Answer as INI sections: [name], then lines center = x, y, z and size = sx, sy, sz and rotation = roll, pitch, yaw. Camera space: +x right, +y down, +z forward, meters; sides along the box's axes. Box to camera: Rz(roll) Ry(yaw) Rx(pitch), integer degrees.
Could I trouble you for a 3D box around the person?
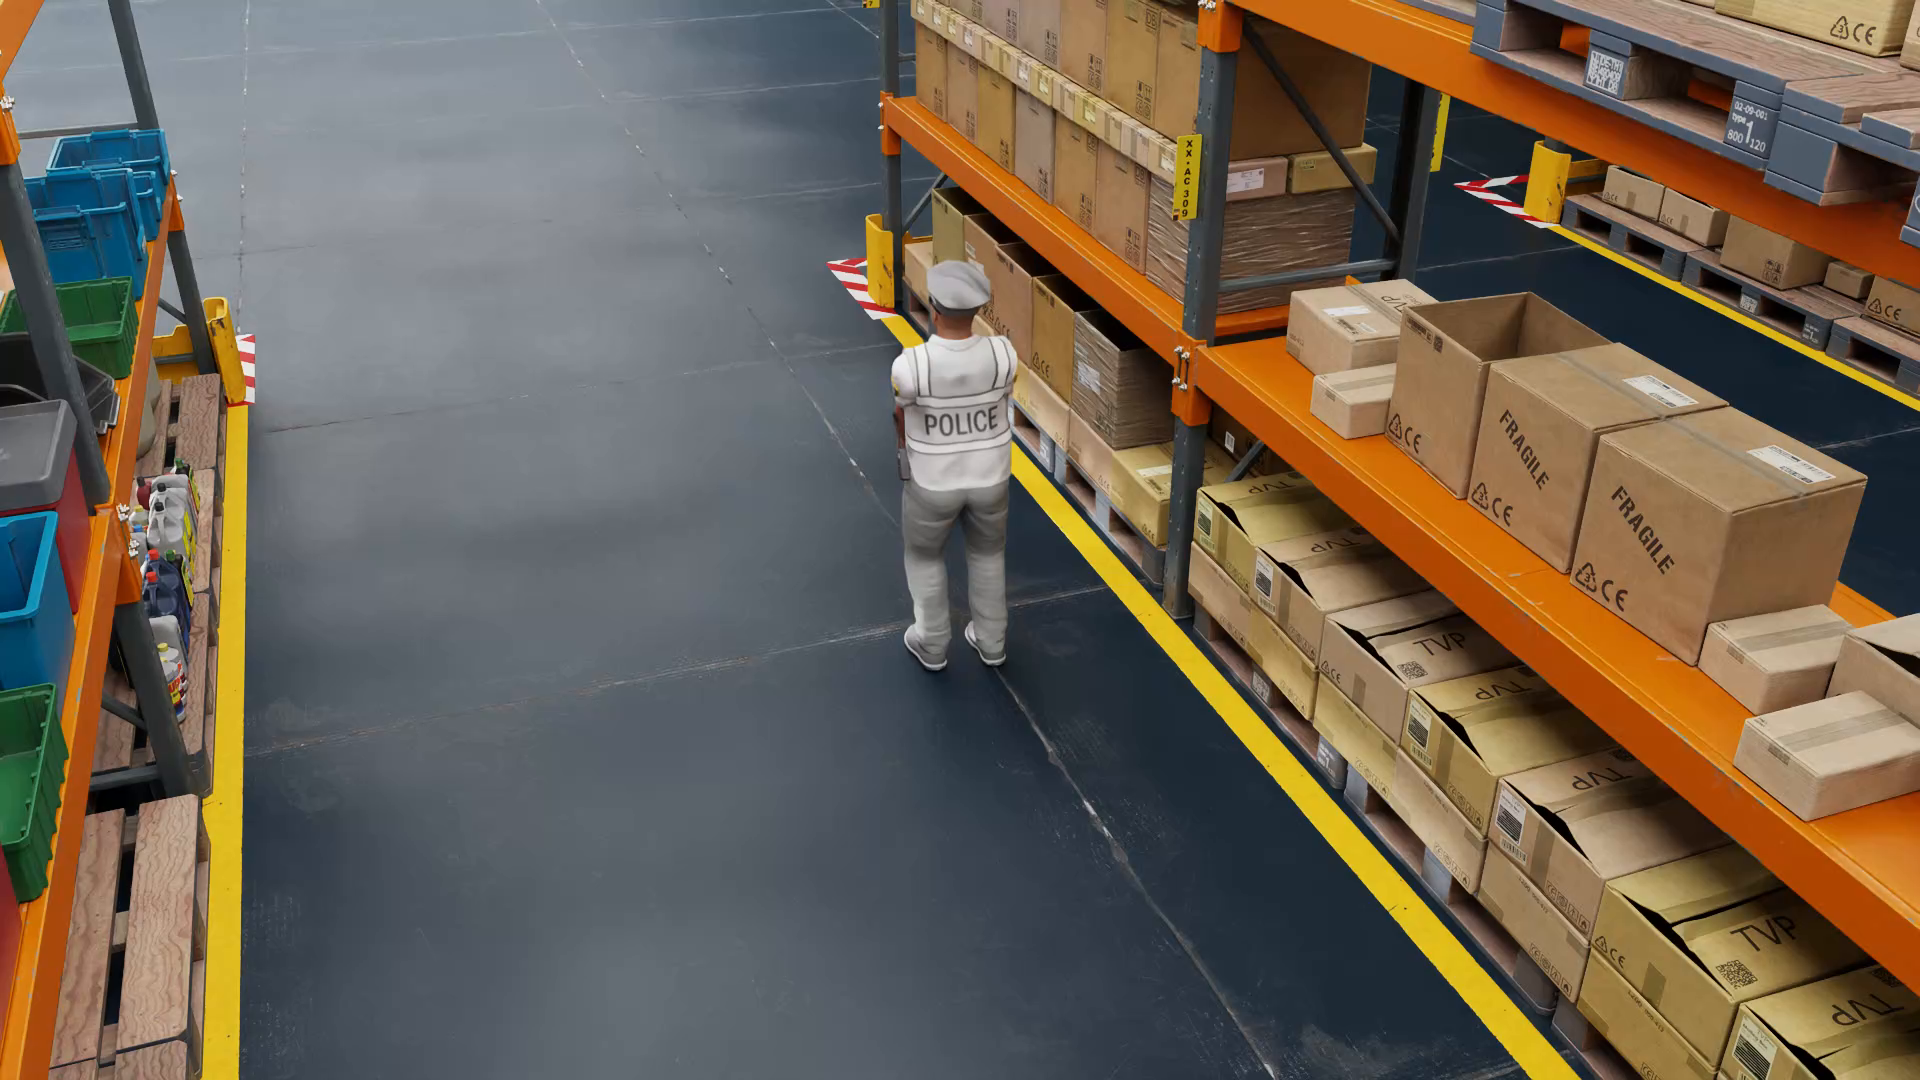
[person]
center = -0.048, -0.300, 6.639
size = 0.494, 1.763, 0.556
rotation = -8, 31, -14
